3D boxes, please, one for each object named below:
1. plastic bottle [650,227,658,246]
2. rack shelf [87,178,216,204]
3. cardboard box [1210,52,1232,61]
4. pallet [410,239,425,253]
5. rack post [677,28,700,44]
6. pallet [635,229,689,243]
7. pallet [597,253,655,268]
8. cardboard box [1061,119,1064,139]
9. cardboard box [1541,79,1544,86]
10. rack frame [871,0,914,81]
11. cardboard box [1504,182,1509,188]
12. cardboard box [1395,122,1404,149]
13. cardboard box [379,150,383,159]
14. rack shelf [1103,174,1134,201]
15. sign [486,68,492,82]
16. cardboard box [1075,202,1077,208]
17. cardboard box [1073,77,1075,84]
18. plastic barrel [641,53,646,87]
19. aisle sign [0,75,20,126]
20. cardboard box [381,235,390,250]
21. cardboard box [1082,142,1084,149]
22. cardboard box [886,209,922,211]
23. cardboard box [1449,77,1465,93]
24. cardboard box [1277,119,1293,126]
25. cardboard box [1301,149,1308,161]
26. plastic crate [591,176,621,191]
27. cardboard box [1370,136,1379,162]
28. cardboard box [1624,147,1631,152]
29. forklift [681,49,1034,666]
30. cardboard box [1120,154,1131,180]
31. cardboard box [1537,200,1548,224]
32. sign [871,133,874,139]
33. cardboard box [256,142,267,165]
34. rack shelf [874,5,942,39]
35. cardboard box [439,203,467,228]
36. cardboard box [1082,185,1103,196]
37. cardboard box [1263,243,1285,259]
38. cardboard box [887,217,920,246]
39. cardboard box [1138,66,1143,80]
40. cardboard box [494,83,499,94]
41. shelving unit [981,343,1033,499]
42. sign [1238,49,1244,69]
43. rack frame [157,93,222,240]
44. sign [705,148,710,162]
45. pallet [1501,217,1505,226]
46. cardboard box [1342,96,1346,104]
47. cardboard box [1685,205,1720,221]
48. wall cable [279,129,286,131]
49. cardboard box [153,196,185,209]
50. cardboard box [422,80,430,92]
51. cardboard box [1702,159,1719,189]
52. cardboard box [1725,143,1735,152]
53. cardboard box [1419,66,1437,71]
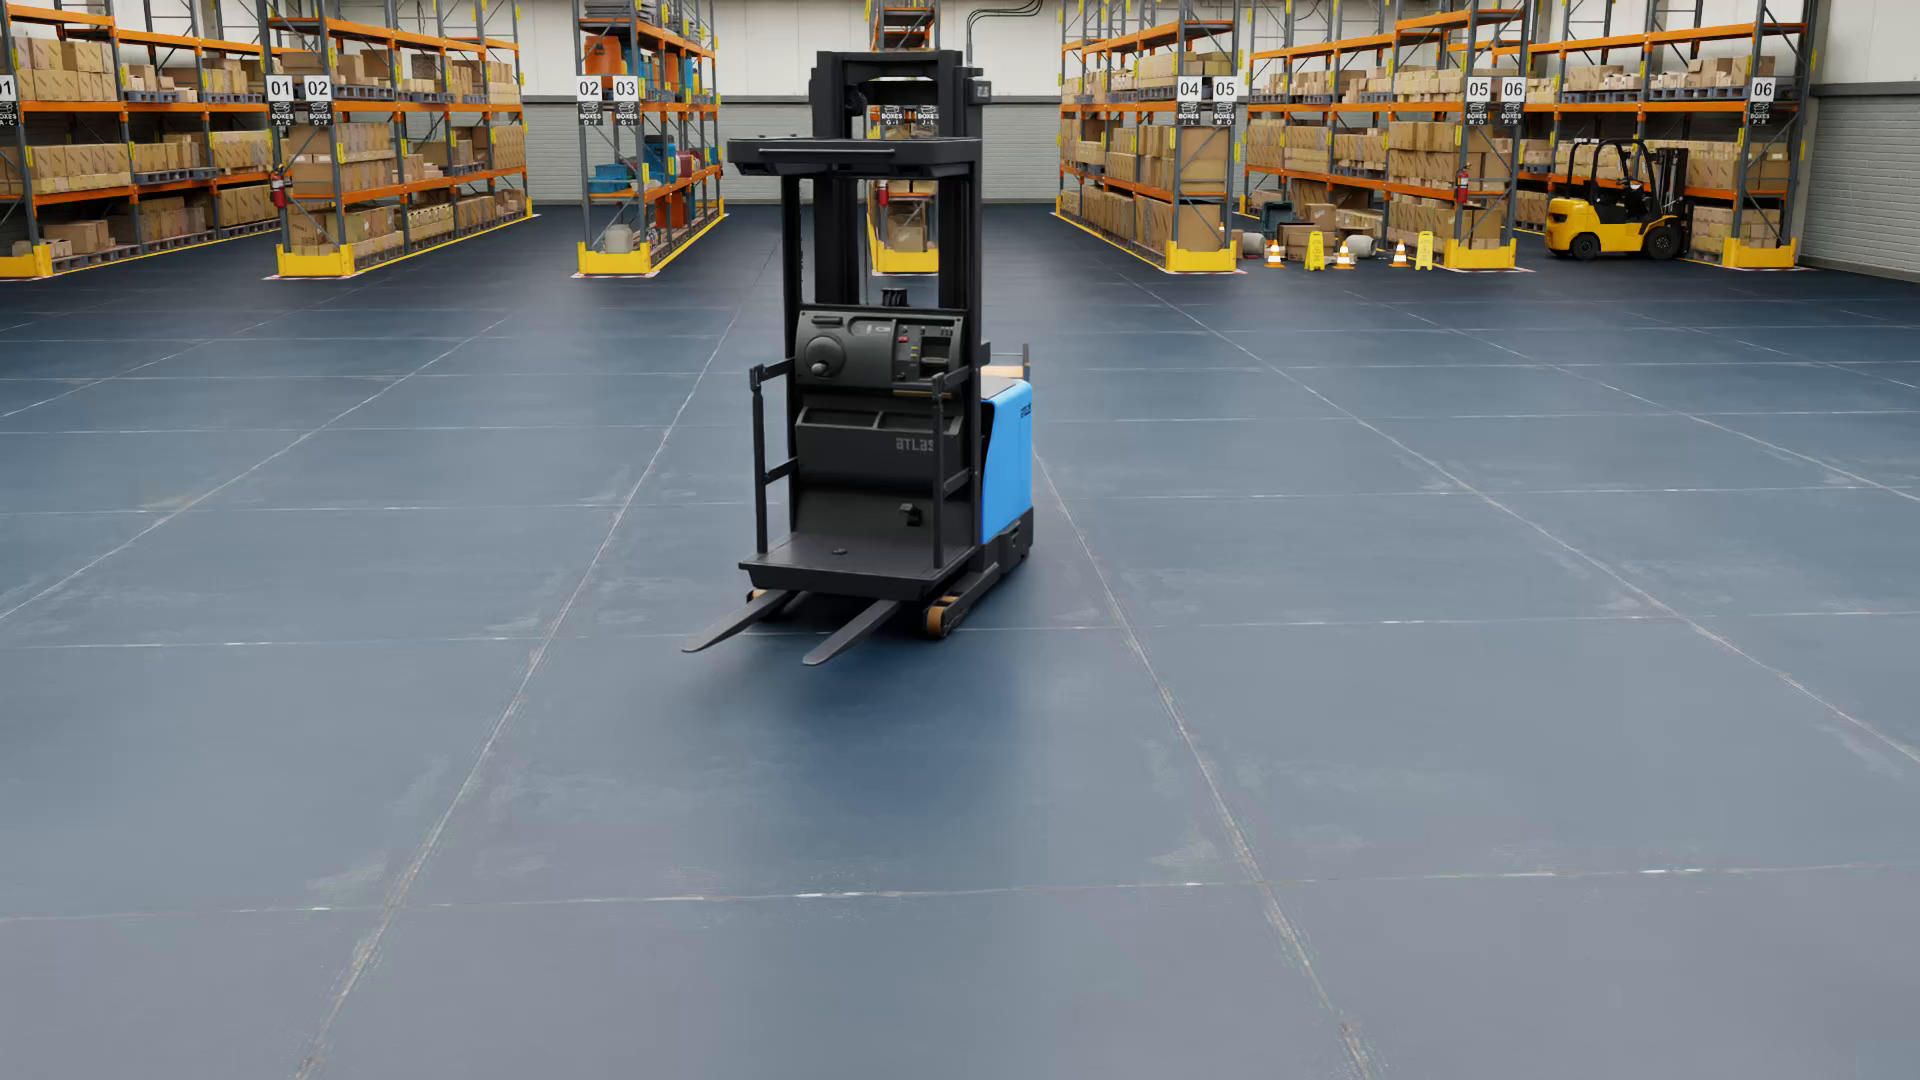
[{"bbox_3d":[-5.666,-5.602,30.711,0.144,0.351,0.185,-1,14,-4],"label":"plastic bottle"},{"bbox_3d":[-16.037,-6.951,32.967,1.077,0.370,4.000,-1,14,-3],"label":"rack shelf"},{"bbox_3d":[4.420,-8.145,28.005,0.380,0.149,0.250,-1,14,-3],"label":"cardboard box"},{"bbox_3d":[-11.054,-5.712,32.303,1.003,0.211,1.213,-1,14,-3],"label":"pallet"},{"bbox_3d":[-6.268,-11.107,36.638,0.937,0.300,0.954,1,14,3],"label":"rack post"},{"bbox_3d":[-6.264,-6.406,35.002,1.003,0.211,1.213,-1,14,-3],"label":"pallet"},{"bbox_3d":[-5.874,-4.830,28.876,1.003,0.211,1.213,-1,14,-3],"label":"pallet"},{"bbox_3d":[2.894,-10.629,43.011,0.500,0.500,0.500,-1,14,-4],"label":"cardboard box"},{"bbox_3d":[13.247,-10.252,37.234,0.380,0.149,0.250,-1,14,-4],"label":"cardboard box"},{"bbox_3d":[-1.577,-11.927,38.821,1.000,3.000,0.127,-1,14,-3],"label":"rack frame"},{"bbox_3d":[13.088,-8.546,39.995,0.380,0.149,0.250,-2,15,-6],"label":"cardboard box"},{"bbox_3d":[8.630,-7.621,31.323,0.700,0.500,0.500,-1,14,-3],"label":"cardboard box"},{"bbox_3d":[-10.689,-6.986,30.156,0.380,0.149,0.250,-1,14,-4],"label":"cardboard box"},{"bbox_3d":[3.751,-7.232,34.059,1.077,0.370,4.000,-1,14,-3],"label":"rack shelf"},{"bbox_3d":[-10.911,-10.773,38.528,0.100,0.325,0.005,-1,14,-3],"label":"sign"},{"bbox_3d":[3.013,-8.180,40.581,0.380,0.149,0.250,-2,15,-6],"label":"cardboard box"},{"bbox_3d":[2.981,-11.283,40.836,0.380,0.149,0.250,-1,14,-4],"label":"cardboard box"},{"bbox_3d":[-6.273,-8.774,31.581,0.600,0.901,0.708,-1,14,-3],"label":"plastic barrel"},{"bbox_3d":[-15.361,-7.053,26.703,0.394,0.787,0.004,-1,14,-3],"label":"aisle sign"},{"bbox_3d":[-10.655,-5.391,30.134,0.500,0.250,0.500,-1,14,-3],"label":"cardboard box"},{"bbox_3d":[3.011,-9.079,38.259,0.380,0.149,0.250,-1,14,-4],"label":"cardboard box"},{"bbox_3d":[-1.144,-6.445,33.691,0.700,0.500,0.500,-2,15,-8],"label":"cardboard box"},{"bbox_3d":[8.757,-7.837,28.651,0.500,0.250,0.500,-1,14,-4],"label":"cardboard box"},{"bbox_3d":[8.030,-10.285,40.971,0.380,0.149,0.250,-1,14,-4],"label":"cardboard box"},{"bbox_3d":[8.158,-8.849,38.197,0.500,0.250,0.500,-1,14,-5],"label":"cardboard box"},{"bbox_3d":[-6.141,-6.170,28.785,0.499,0.251,0.408,-1,14,-3],"label":"plastic crate"},{"bbox_3d":[8.520,-7.815,33.241,0.500,0.500,0.500,-1,14,-3],"label":"cardboard box"},{"bbox_3d":[13.486,-7.770,33.204,0.380,0.149,0.250,-1,14,-4],"label":"cardboard box"},{"bbox_3d":[-0.497,-1.028,8.640,1.130,2.935,3.031,5,15,18],"label":"forklift"},{"bbox_3d":[3.513,-7.509,33.489,0.500,0.500,0.500,-1,14,-3],"label":"cardboard box"},{"bbox_3d":[13.275,-7.352,37.254,0.500,0.500,0.500,0,14,-2],"label":"cardboard box"},{"bbox_3d":[-1.635,-7.583,31.655,0.100,0.325,0.005,-1,14,-3],"label":"sign"},{"bbox_3d":[-16.087,-8.756,37.702,0.500,0.500,0.500,-1,14,-3],"label":"cardboard box"},{"bbox_3d":[-0.958,-9.090,29.245,1.077,0.370,4.000,-1,14,-3],"label":"rack shelf"},{"bbox_3d":[-10.960,-6.995,35.826,0.500,0.500,0.500,0,14,-1],"label":"cardboard box"},{"bbox_3d":[3.162,-8.241,39.204,0.500,0.250,0.500,-2,15,-6],"label":"cardboard box"},{"bbox_3d":[5.820,-5.360,30.826,0.396,0.266,0.258,2,15,6],"label":"cardboard box"},{"bbox_3d":[-1.054,-5.782,31.153,0.500,0.500,0.500,4,15,14],"label":"cardboard box"},{"bbox_3d":[3.626,-8.733,31.090,0.500,0.250,0.500,-1,14,-3],"label":"cardboard box"},{"bbox_3d":[-11.280,-10.741,39.529,0.500,0.250,0.500,-1,14,-3],"label":"cardboard box"},{"bbox_3d":[0.194,-0.649,10.793,0.538,1.125,1.048,0,14,2],"label":"shelving unit"},{"bbox_3d":[4.677,-8.010,27.705,0.100,0.325,0.005,-1,14,-3],"label":"sign"},{"bbox_3d":[-16.161,-7.797,34.811,1.000,3.000,0.127,-1,14,-3],"label":"rack frame"},{"bbox_3d":[-5.972,-9.087,39.268,0.100,0.325,0.005,-1,14,-3],"label":"sign"},{"bbox_3d":[13.356,-7.700,40.028,1.003,0.211,1.213,-1,14,-3],"label":"pallet"},{"bbox_3d":[8.411,-9.430,35.640,0.380,0.149,0.250,-1,14,-3],"label":"cardboard box"},{"bbox_3d":[13.593,-5.985,30.438,0.500,0.250,0.500,-1,14,-3],"label":"cardboard box"},{"bbox_3d":[-17.680,-10.583,43.598,0.084,1.984,1.851,-1,14,-3],"label":"wall cable"},{"bbox_3d":[-16.091,-6.842,33.727,0.500,0.250,0.500,-1,14,-2],"label":"cardboard box"},{"bbox_3d":[-11.082,-9.216,33.764,0.500,0.250,0.500,0,14,-2],"label":"cardboard box"},{"bbox_3d":[13.696,-6.563,29.815,0.500,0.500,0.500,0,14,-2],"label":"cardboard box"},{"bbox_3d":[13.732,-6.921,29.306,0.380,0.149,0.250,-1,14,-3],"label":"cardboard box"},{"bbox_3d":[9.132,-9.286,33.031,0.500,0.250,0.500,-1,14,-5],"label":"cardboard box"}]
